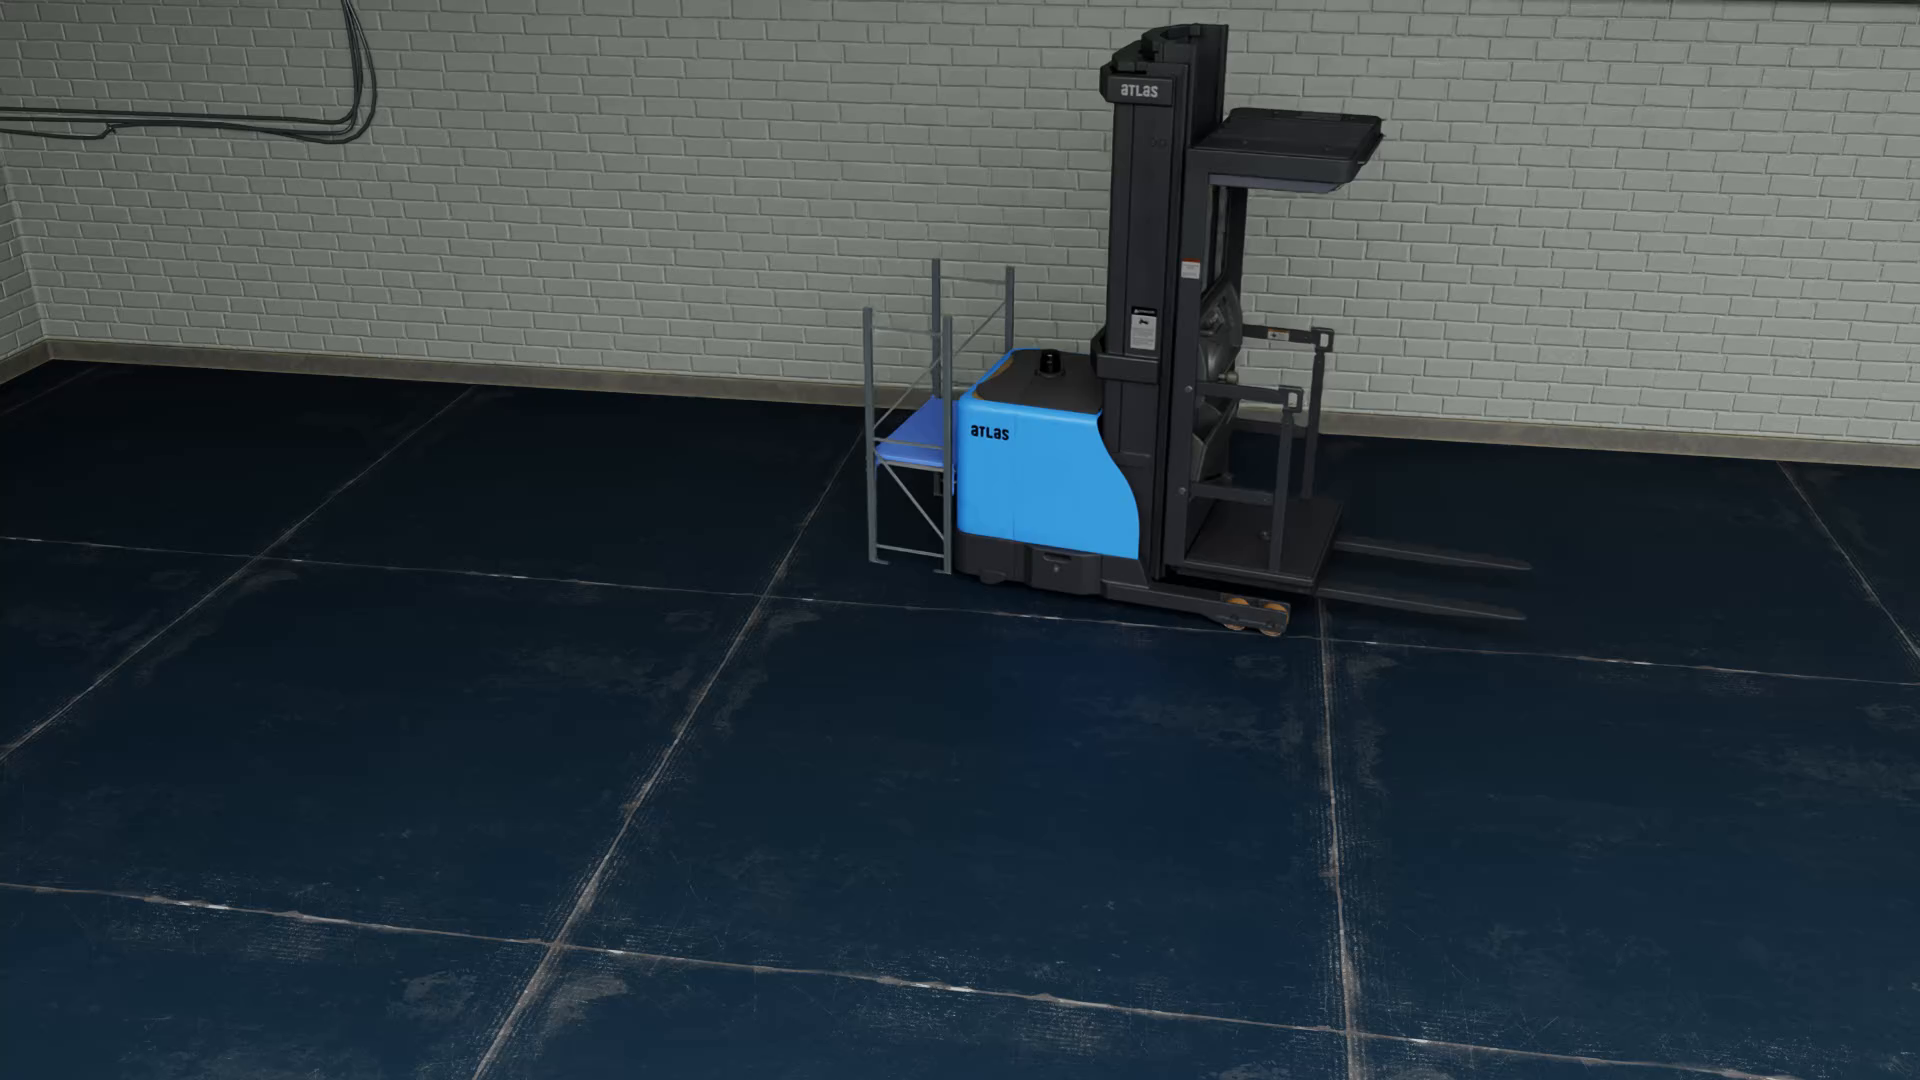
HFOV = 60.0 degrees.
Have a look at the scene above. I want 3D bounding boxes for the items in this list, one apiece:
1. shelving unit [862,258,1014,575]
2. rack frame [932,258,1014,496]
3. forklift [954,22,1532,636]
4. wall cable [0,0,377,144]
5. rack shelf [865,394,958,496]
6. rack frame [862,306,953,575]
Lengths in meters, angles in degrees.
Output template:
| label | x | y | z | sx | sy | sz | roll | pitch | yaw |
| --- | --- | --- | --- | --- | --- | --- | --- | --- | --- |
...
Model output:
| label | x | y | z | sx | sy | sz | roll | pitch | yaw |
| --- | --- | --- | --- | --- | --- | --- | --- | --- | --- |
| shelving unit | -0.103 | -0.727 | 9.533 | 0.538 | 1.500 | 1.048 | 9 | 27 | 18 |
| rack frame | 0.074 | -0.929 | 9.965 | 0.500 | 1.500 | 0.032 | 9 | 27 | 18 |
| forklift | 1.541 | -1.080 | 8.601 | 3.031 | 2.935 | 1.130 | 9 | 26 | 18 |
| wall cable | -5.519 | -3.940 | 11.216 | 3.097 | 2.526 | 0.112 | 4 | 25 | 9 |
| rack shelf | -0.103 | -0.564 | 9.610 | 0.538 | 0.185 | 1.000 | 9 | 27 | 18 |
| rack frame | -0.280 | -0.525 | 9.102 | 0.500 | 1.500 | 0.032 | 9 | 27 | 18 |
